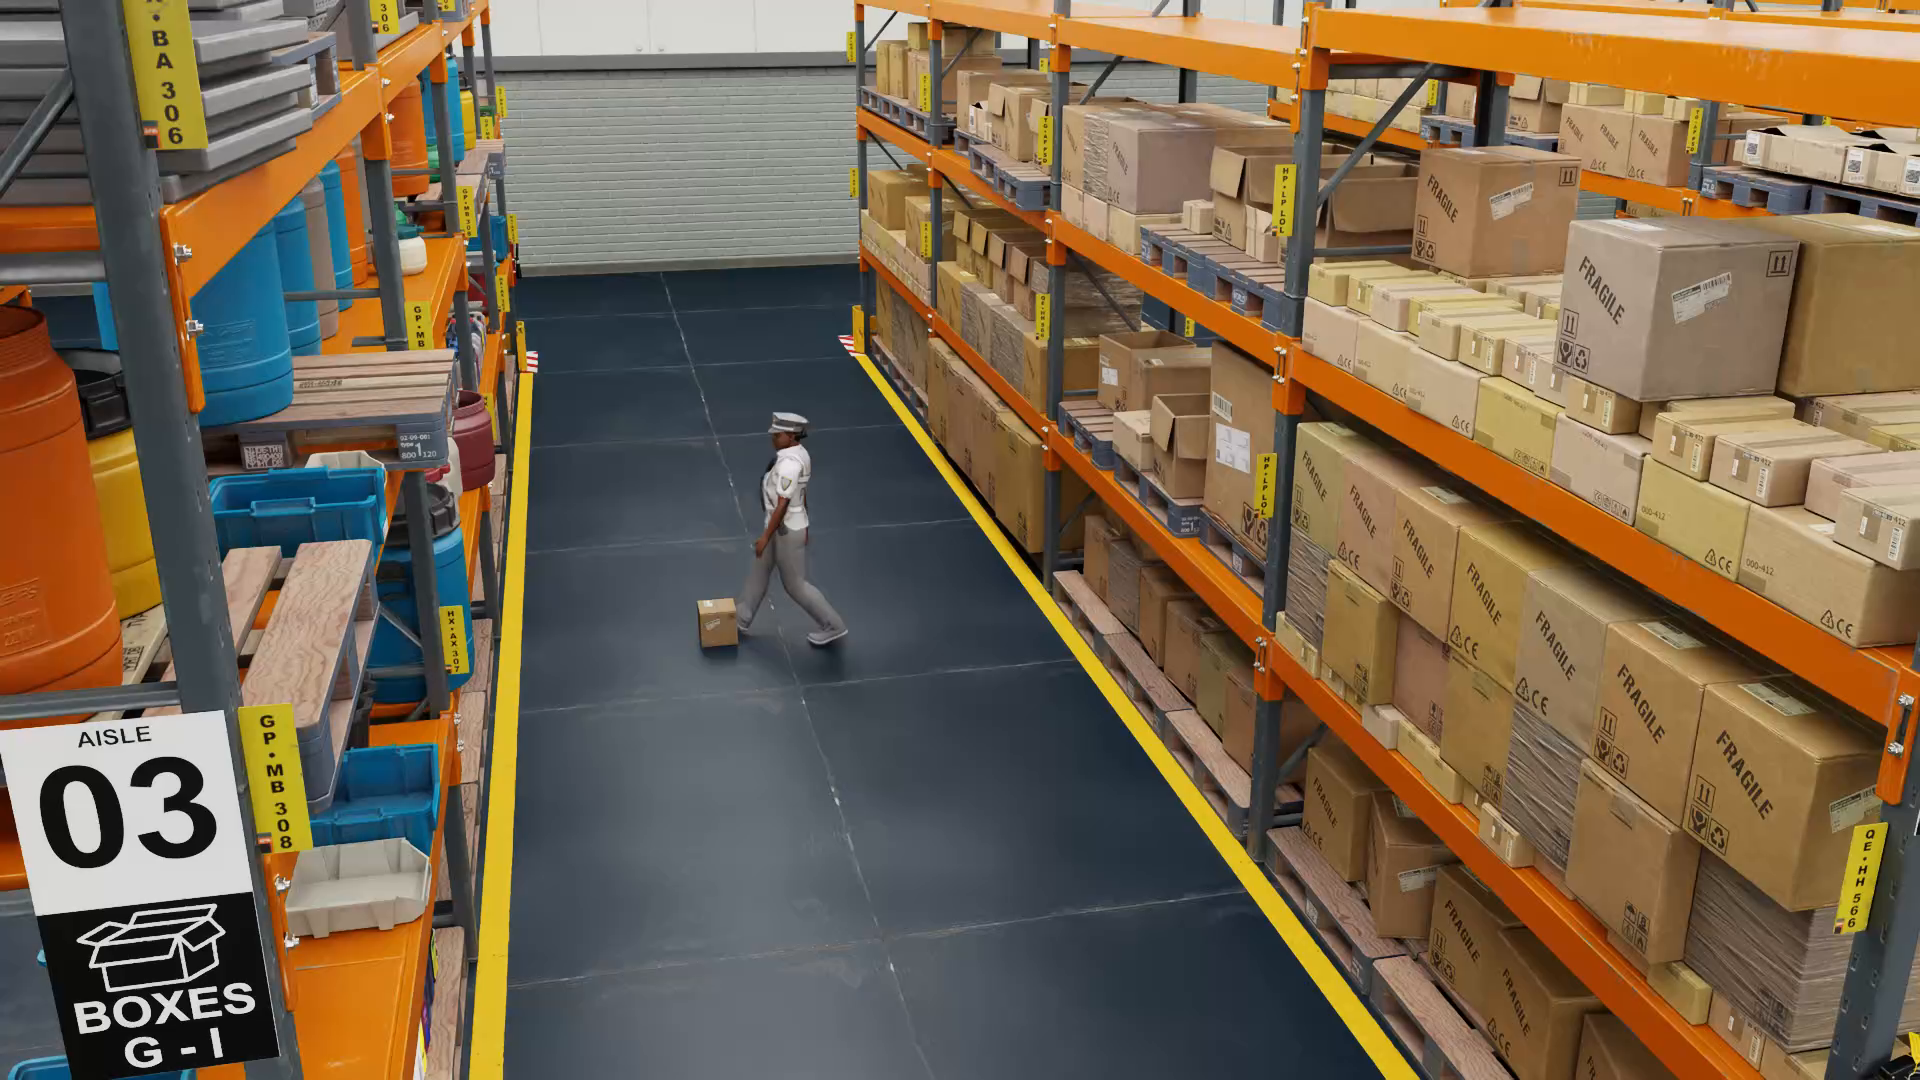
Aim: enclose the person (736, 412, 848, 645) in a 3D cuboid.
[{"bbox_3d":[-1.274,-0.086,11.337,0.972,1.618,0.480,-1,20,-2],"label":"person"}]
